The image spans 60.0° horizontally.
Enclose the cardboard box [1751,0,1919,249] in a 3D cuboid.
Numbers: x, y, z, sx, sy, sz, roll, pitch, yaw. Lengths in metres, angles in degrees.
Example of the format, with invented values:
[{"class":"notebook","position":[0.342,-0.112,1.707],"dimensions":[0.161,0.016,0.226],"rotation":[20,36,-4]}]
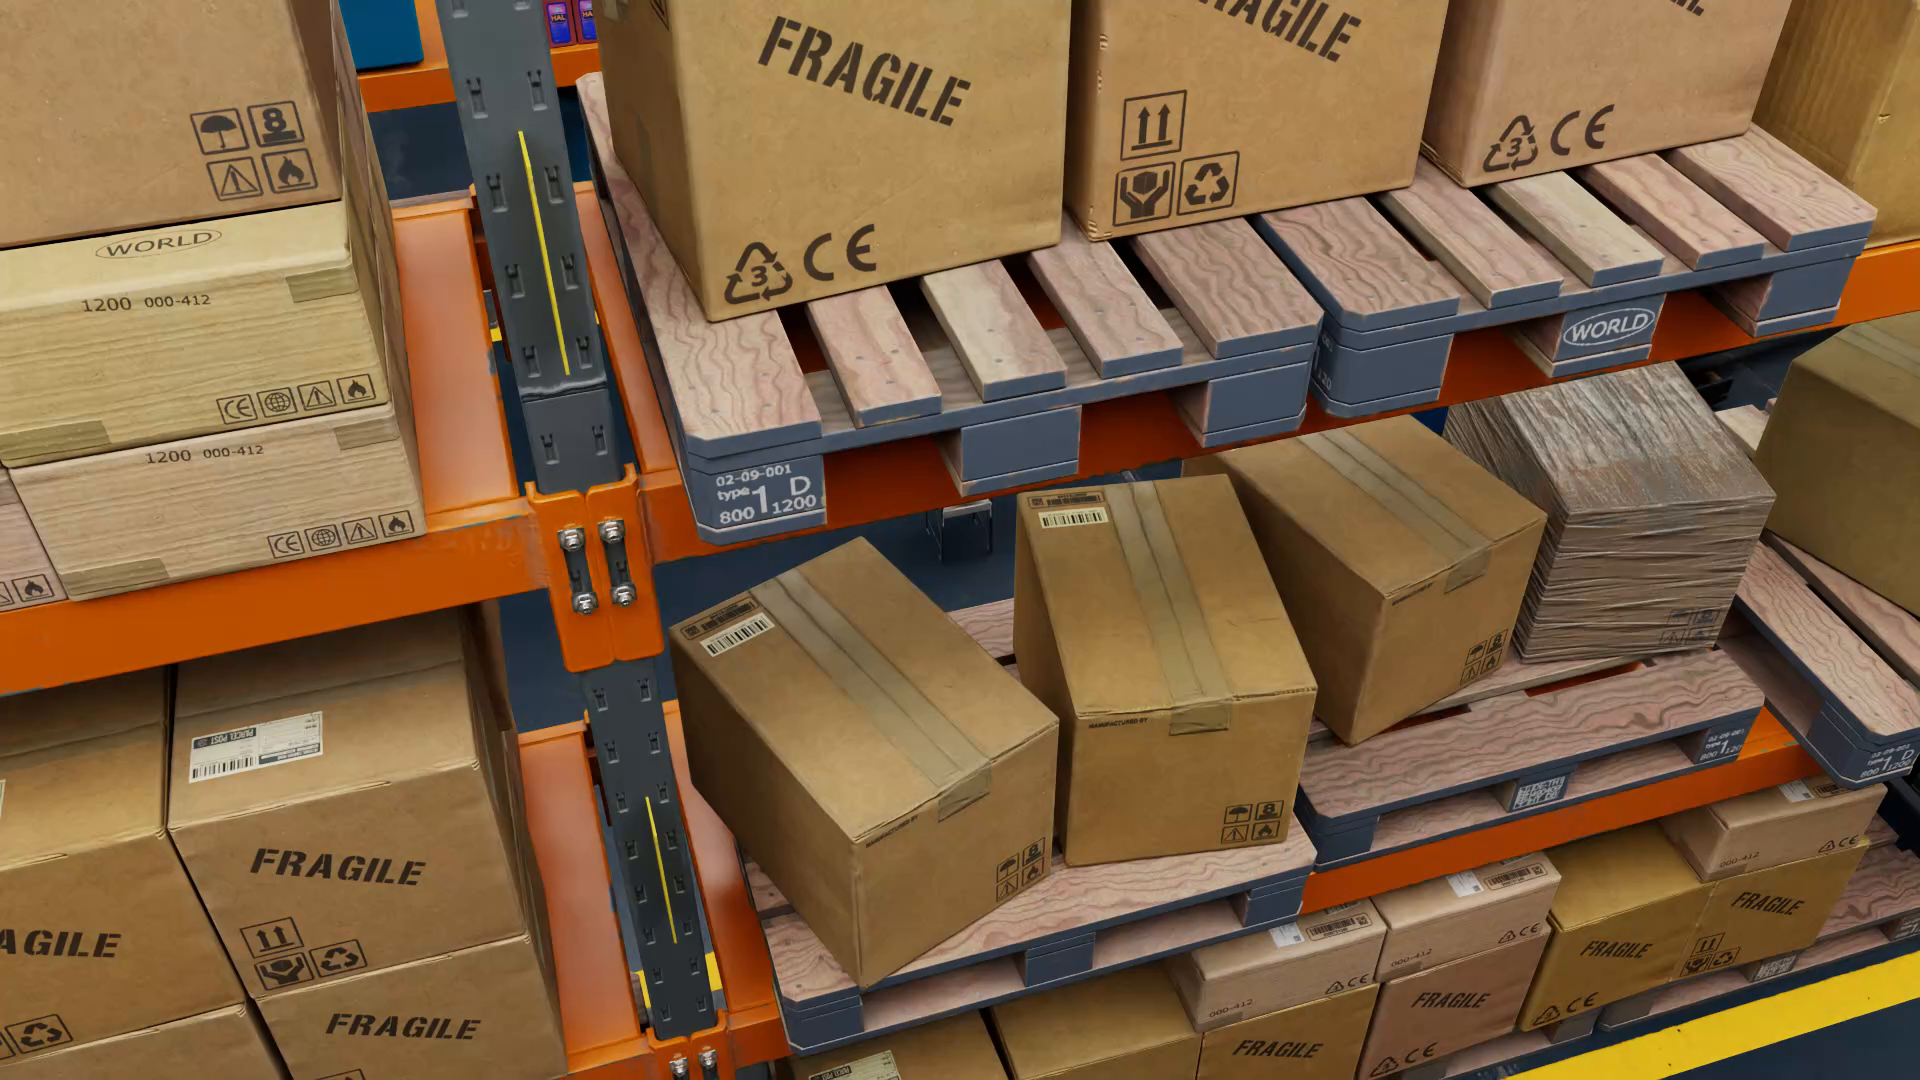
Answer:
[{"class":"cardboard box","position":[1.699,-1.042,3.307],"dimensions":[0.500,0.500,0.910],"rotation":[-12,42,-13]}]

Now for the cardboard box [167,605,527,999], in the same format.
[{"class":"cardboard box","position":[-1.132,0.453,3.116],"dimensions":[0.500,0.500,0.500],"rotation":[-11,42,-13]}]

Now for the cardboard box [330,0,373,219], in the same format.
[{"class":"cardboard box","position":[-1.266,-0.716,2.744],"dimensions":[0.500,0.250,0.500],"rotation":[-12,42,-13]}]

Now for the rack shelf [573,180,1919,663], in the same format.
[{"class":"rack shelf","position":[1.180,-0.649,3.480],"dimensions":[4.000,0.370,1.077],"rotation":[-12,42,-13]}]

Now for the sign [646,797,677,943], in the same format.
[{"class":"sign","position":[-0.558,0.618,3.105],"dimensions":[0.005,0.325,0.100],"rotation":[-12,42,-13]}]

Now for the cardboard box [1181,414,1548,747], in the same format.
[{"class":"cardboard box","position":[0.939,0.021,4.051],"dimensions":[0.500,0.500,0.700],"rotation":[-22,46,-24]}]

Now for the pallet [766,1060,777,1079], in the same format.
[{"class":"pallet","position":[0.037,1.471,4.906],"dimensions":[1.213,0.211,1.003],"rotation":[-12,42,-13]}]

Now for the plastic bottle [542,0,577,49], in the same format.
[{"class":"plastic bottle","position":[-1.734,-2.265,7.152],"dimensions":[0.133,0.283,0.061],"rotation":[-12,42,-13]}]

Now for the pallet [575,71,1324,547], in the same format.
[{"class":"pallet","position":[-0.085,-0.539,2.950],"dimensions":[1.003,0.211,1.213],"rotation":[-12,42,-13]}]

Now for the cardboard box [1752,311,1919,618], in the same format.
[{"class":"cardboard box","position":[2.521,-0.186,4.288],"dimensions":[0.500,0.500,0.700],"rotation":[-26,48,-27]}]

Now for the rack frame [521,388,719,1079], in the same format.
[{"class":"rack frame","position":[-0.728,0.605,3.778],"dimensions":[0.127,3.000,1.000],"rotation":[-12,42,-13]}]

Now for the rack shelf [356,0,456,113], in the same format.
[{"class":"rack shelf","position":[-4.120,-1.838,7.121],"dimensions":[4.000,0.370,1.077],"rotation":[-12,42,-13]}]

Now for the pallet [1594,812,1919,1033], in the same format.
[{"class":"pallet","position":[2.364,0.988,5.458],"dimensions":[1.213,0.211,1.003],"rotation":[-12,42,-13]}]

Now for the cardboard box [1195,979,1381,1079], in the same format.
[{"class":"cardboard box","position":[0.791,1.231,4.626],"dimensions":[0.500,0.500,0.500],"rotation":[-11,42,-13]}]

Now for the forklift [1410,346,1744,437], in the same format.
[{"class":"forklift","position":[2.861,-1.935,6.737],"dimensions":[3.031,2.935,1.130],"rotation":[-16,44,-18]}]

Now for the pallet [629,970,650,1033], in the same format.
[{"class":"pallet","position":[-1.383,1.790,4.541],"dimensions":[1.213,0.211,1.003],"rotation":[-12,42,-13]}]

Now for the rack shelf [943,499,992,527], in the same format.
[{"class":"rack shelf","position":[-0.008,-0.177,6.592],"dimensions":[0.200,0.077,0.258],"rotation":[-12,42,-13]}]

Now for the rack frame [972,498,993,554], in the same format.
[{"class":"rack frame","position":[0.089,-0.357,6.475],"dimensions":[0.006,0.900,0.240],"rotation":[-12,42,-13]}]

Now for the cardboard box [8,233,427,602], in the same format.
[{"class":"cardboard box","position":[-1.112,-0.205,2.539],"dimensions":[0.500,0.250,0.500],"rotation":[-12,42,-13]}]

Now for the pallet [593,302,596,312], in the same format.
[{"class":"pallet","position":[-1.464,-1.581,8.399],"dimensions":[1.213,0.211,1.003],"rotation":[-12,42,-13]}]

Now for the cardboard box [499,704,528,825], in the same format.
[{"class":"cardboard box","position":[-1.296,0.497,3.825],"dimensions":[0.500,0.500,0.500],"rotation":[-11,42,-12]}]

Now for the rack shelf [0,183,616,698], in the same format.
[{"class":"rack shelf","position":[-2.635,0.141,2.575],"dimensions":[4.000,0.370,1.077],"rotation":[-12,42,-13]}]

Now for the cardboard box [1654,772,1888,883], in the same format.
[{"class":"cardboard box","position":[2.213,0.654,4.718],"dimensions":[0.500,0.250,0.500],"rotation":[-10,42,-11]}]

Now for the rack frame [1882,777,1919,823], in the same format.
[{"class":"rack frame","position":[3.087,-0.186,4.683],"dimensions":[0.127,3.000,1.000],"rotation":[-12,42,-13]}]

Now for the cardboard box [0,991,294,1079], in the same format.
[{"class":"cardboard box","position":[-1.619,0.930,3.330],"dimensions":[0.500,0.500,0.500],"rotation":[-11,42,-12]}]

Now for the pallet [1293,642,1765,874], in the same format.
[{"class":"pallet","position":[1.234,0.274,4.303],"dimensions":[1.213,0.211,1.003],"rotation":[-12,42,-13]}]

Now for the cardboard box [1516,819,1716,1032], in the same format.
[{"class":"cardboard box","position":[1.772,1.024,4.863],"dimensions":[0.500,0.500,0.500],"rotation":[-13,43,-15]}]

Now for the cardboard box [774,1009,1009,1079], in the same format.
[{"class":"cardboard box","position":[-0.193,1.438,4.390],"dimensions":[0.500,0.500,0.500],"rotation":[-14,43,-15]}]

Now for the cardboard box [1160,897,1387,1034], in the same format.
[{"class":"cardboard box","position":[0.761,0.958,4.369],"dimensions":[0.500,0.250,0.500],"rotation":[-12,42,-13]}]

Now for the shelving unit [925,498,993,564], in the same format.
[{"class":"shelving unit","position":[-0.008,-0.337,6.452],"dimensions":[0.210,0.900,0.258],"rotation":[-12,42,-13]}]

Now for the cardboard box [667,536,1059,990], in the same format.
[{"class":"cardboard box","position":[-0.209,0.456,3.553],"dimensions":[0.500,0.500,0.700],"rotation":[-26,48,-27]}]

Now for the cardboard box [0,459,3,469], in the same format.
[{"class":"cardboard box","position":[-1.588,-0.293,2.260],"dimensions":[0.500,0.250,0.500],"rotation":[-12,42,-13]}]

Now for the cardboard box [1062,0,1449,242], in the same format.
[{"class":"cardboard box","position":[0.405,-0.958,2.815],"dimensions":[0.600,0.600,0.600],"rotation":[-12,43,-14]}]
